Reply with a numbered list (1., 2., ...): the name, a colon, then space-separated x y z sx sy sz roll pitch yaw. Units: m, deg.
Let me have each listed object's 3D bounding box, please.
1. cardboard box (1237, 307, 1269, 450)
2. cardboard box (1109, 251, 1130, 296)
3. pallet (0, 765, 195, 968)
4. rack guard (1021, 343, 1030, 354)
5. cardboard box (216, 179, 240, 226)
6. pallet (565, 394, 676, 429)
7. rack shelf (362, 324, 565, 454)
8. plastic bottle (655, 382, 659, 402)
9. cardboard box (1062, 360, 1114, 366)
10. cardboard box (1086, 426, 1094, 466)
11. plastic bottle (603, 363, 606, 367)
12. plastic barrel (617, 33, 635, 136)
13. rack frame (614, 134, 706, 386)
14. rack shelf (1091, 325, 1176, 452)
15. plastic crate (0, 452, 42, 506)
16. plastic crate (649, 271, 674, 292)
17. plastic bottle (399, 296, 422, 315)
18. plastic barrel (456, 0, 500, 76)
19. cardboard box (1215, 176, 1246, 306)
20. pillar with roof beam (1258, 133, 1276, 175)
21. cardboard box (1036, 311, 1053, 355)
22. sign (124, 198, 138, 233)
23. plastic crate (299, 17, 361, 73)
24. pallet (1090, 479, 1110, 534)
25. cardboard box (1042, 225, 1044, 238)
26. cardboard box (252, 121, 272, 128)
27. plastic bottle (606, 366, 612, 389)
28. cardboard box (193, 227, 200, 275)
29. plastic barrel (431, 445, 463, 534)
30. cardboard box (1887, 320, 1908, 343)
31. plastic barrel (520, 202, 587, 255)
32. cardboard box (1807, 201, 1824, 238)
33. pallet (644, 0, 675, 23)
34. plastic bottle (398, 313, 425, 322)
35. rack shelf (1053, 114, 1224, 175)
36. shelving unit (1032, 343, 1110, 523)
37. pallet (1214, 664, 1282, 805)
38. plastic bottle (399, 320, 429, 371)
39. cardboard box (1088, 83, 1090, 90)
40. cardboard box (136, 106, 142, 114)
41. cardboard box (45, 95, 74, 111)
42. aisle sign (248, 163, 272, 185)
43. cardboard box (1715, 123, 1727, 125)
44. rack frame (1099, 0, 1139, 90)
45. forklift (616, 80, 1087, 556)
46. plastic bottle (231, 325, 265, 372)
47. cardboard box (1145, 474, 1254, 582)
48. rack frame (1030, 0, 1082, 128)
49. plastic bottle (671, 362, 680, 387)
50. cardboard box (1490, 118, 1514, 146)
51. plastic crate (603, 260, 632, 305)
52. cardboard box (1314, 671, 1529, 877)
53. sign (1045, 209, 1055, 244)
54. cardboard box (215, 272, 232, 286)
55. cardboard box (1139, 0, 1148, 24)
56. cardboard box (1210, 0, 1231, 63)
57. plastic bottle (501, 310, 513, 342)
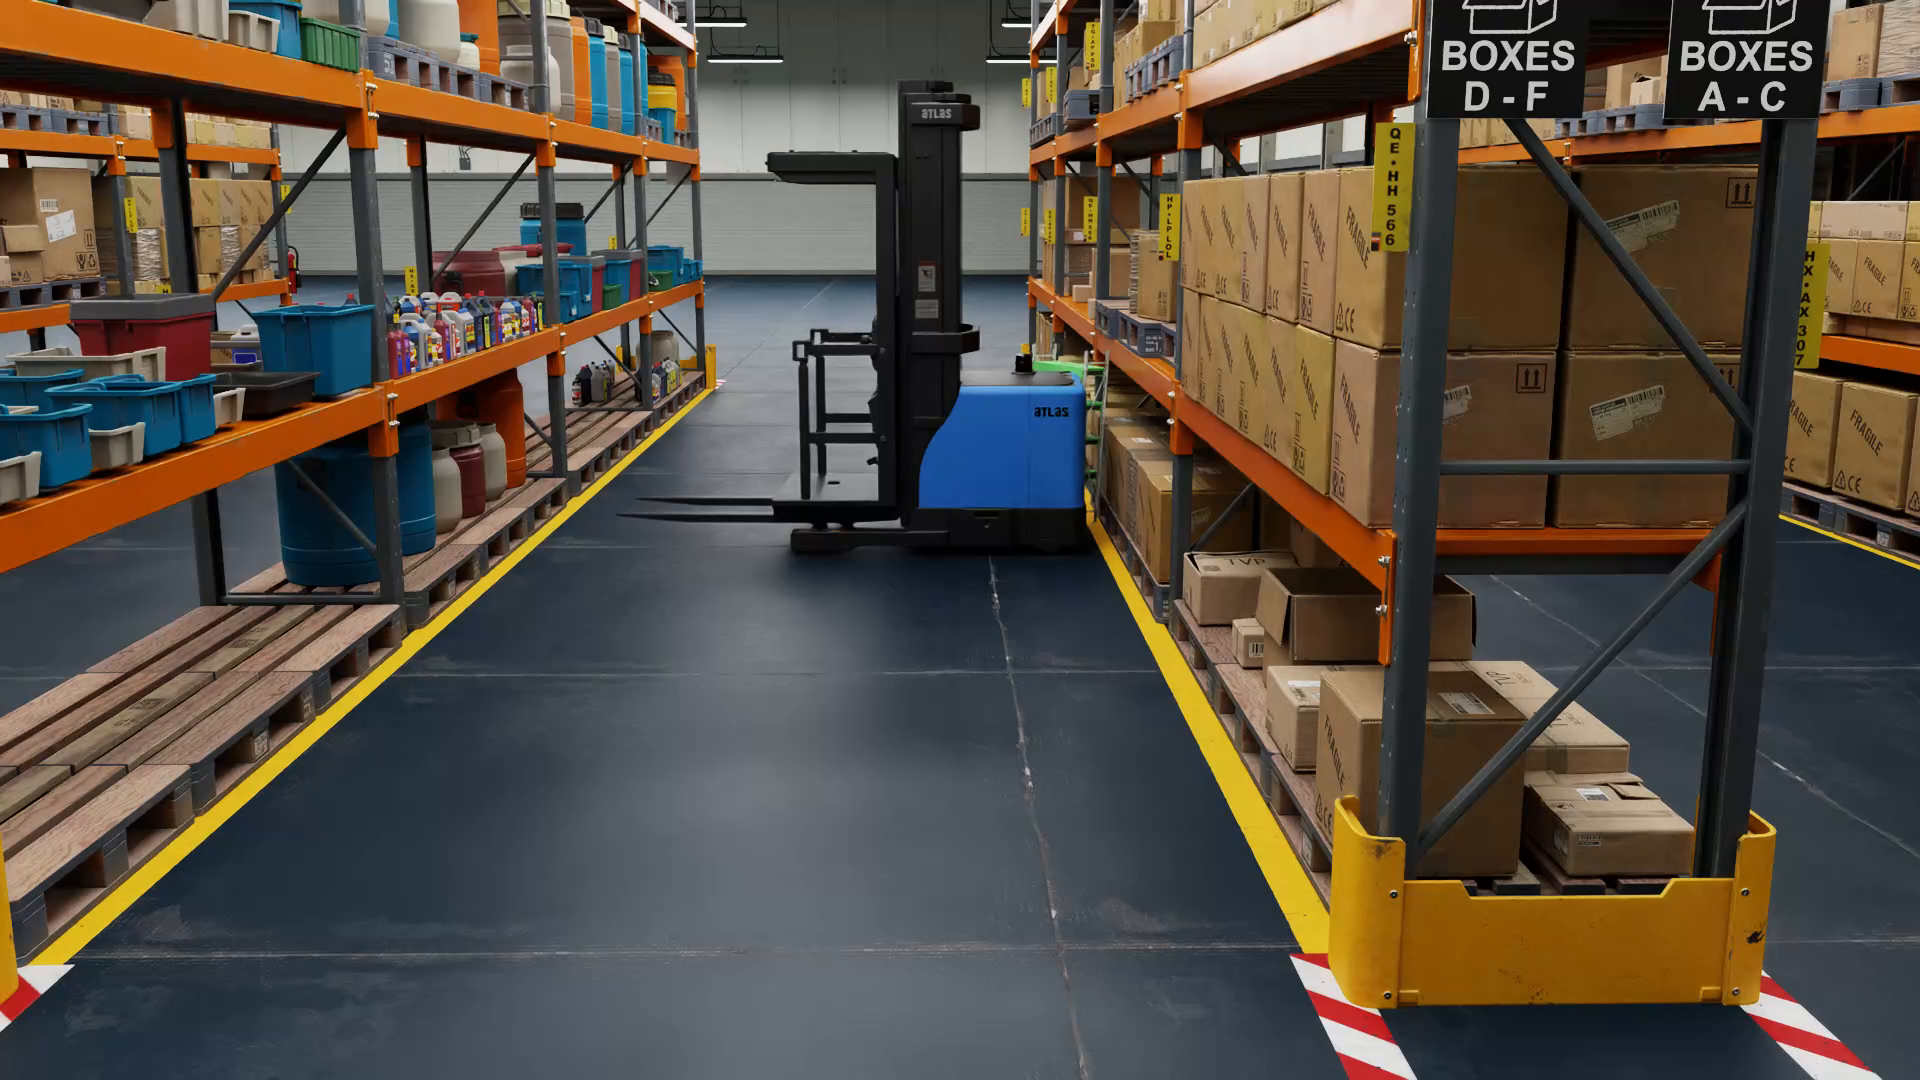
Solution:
1. cardboard box: 1.362 -0.626 6.348 0.500 0.500 0.500 0 11 -2
2. cardboard box: 1.457 -2.159 13.906 0.500 0.500 0.500 -1 11 -4
3. pallet: -3.258 1.036 5.423 1.003 0.211 1.213 0 11 -1
4. rack guard: 1.342 -2.147 20.383 1.175 0.500 0.348 0 11 -1
5. cardboard box: -8.280 -3.705 18.262 0.500 0.500 0.500 0 11 -1
6. pallet: -3.500 -1.319 17.031 1.003 0.211 1.213 0 11 -1
7. rack shelf: -3.403 -1.007 10.288 1.077 0.370 4.000 0 11 -1
8. plastic bottle: -3.100 -1.502 16.850 0.097 0.201 0.097 0 11 0
9. cardboard box: 1.190 -1.522 15.467 0.500 0.311 0.500 0 11 -2
10. cardboard box: 1.253 -0.739 13.015 0.500 0.250 0.500 0 11 0
11. plastic bottle: -3.877 -1.796 18.123 0.097 0.271 0.097 0 11 0
12. plastic barrel: -3.300 -4.168 15.253 0.600 0.901 0.708 0 11 -1
13. rack frame: -3.610 -3.347 20.015 1.000 3.000 0.127 0 11 -1
14. rack shelf: 1.549 -1.027 10.384 1.077 0.370 4.000 0 11 -1
15. plastic crate: -2.879 -0.182 4.922 0.250 0.136 0.298 0 11 -1
16. plastic crate: -3.273 -2.719 17.452 0.450 0.188 0.662 0 11 -1
17. plastic bottle: -3.749 -1.517 11.304 0.152 0.276 0.135 0 11 -1
18. plastic barrel: -3.436 -3.531 11.237 0.600 0.830 0.708 0 11 -1
19. cardboard box: 1.340 -1.221 6.767 0.500 0.500 0.500 -1 11 -3
20. pillar with roof beam: 2.498 -9.753 36.500 9.100 9.000 0.548 0 11 -1
21. cardboard box: 1.143 -2.386 19.248 0.500 0.500 0.500 0 11 -1
22. sign: -7.924 -3.102 15.895 0.100 0.325 0.005 0 11 -1
23. plastic crate: -3.051 -2.245 7.570 0.450 0.188 0.662 0 11 -1
24. pallet: 1.485 -0.262 11.818 1.003 0.211 1.213 0 11 -1
25. cardboard box: 1.147 -3.553 19.145 0.380 0.149 0.250 0 11 -1
26. cardboard box: -8.244 -4.865 19.326 0.380 0.149 0.250 0 11 -1
27. plastic bottle: -3.732 -1.699 17.613 0.061 0.283 0.133 0 11 -1
28. cardboard box: -8.513 -3.015 17.376 0.875 0.500 0.500 0 11 -1
29. plastic barrel: -3.293 -0.310 10.245 0.421 0.512 0.421 0 11 0
30. cardboard box: 6.290 -1.362 10.812 0.380 0.149 0.250 0 11 0
31. plastic barrel: -3.822 -2.720 15.661 0.600 0.901 0.708 0 11 -1
32. cardboard box: 6.212 -2.273 11.782 0.500 0.250 0.500 0 11 0
33. pallet: -3.600 -5.611 17.563 1.003 0.211 1.213 0 11 -1
34. plastic bottle: -3.162 -1.178 9.634 0.152 0.276 0.135 0 11 -1
35. rack shelf: 1.466 -3.292 14.006 1.077 0.370 4.000 0 11 -1
36. shelving unit: 0.730 -0.744 11.597 0.258 1.200 0.503 -8 16 -44
37. pallet: 1.632 0.765 6.759 1.003 0.211 1.213 0 11 -1
38. plastic bottle: -2.998 -1.068 9.089 0.152 0.276 0.135 0 11 -1
39. cardboard box: 1.428 -4.052 15.263 0.500 0.250 0.500 1 12 5
40. cardboard box: -8.251 -4.242 16.256 0.380 0.149 0.250 -1 11 -4
41. cardboard box: -8.569 -4.165 15.182 0.797 0.503 0.637 -1 11 -4
42. aisle sign: -8.263 -4.615 19.723 0.394 0.787 0.004 0 11 -1
43. cardboard box: 6.526 -3.586 13.338 0.797 0.503 0.637 1 12 7
44. rack frame: 1.508 -4.717 11.676 1.000 3.000 0.127 0 11 -1
45. forklift: -0.700 -1.441 10.788 3.031 2.935 1.130 0 11 1
46. plastic bottle: -3.693 -0.978 8.649 0.152 0.276 0.135 0 11 -1
47. cardboard box: 1.294 -0.069 9.036 0.500 0.500 0.500 0 11 -1
48. rack frame: 1.342 -6.307 19.515 1.000 3.000 0.127 0 11 -1
49. plastic bottle: -3.156 -1.815 18.203 0.152 0.276 0.135 0 11 -1
50. cardboard box: 6.074 -4.533 18.012 0.500 0.500 0.500 0 11 2
51. plastic crate: -3.194 -2.326 15.022 0.392 0.384 0.575 0 11 -1
52. cardboard box: 1.416 0.716 5.167 0.500 0.500 0.500 0 11 -1
53. sign: 0.870 -3.032 16.085 0.100 0.325 0.005 0 11 -1
54. cardboard box: -8.214 -2.850 18.197 0.380 0.149 0.250 0 11 -1
55. cardboard box: 1.510 -3.699 11.437 0.500 0.500 0.500 0 11 -1
56. cardboard box: 1.359 -2.181 7.099 0.500 0.250 0.500 0 11 -1
57. plastic bottle: -3.011 -1.415 10.992 0.097 0.201 0.097 0 11 0
